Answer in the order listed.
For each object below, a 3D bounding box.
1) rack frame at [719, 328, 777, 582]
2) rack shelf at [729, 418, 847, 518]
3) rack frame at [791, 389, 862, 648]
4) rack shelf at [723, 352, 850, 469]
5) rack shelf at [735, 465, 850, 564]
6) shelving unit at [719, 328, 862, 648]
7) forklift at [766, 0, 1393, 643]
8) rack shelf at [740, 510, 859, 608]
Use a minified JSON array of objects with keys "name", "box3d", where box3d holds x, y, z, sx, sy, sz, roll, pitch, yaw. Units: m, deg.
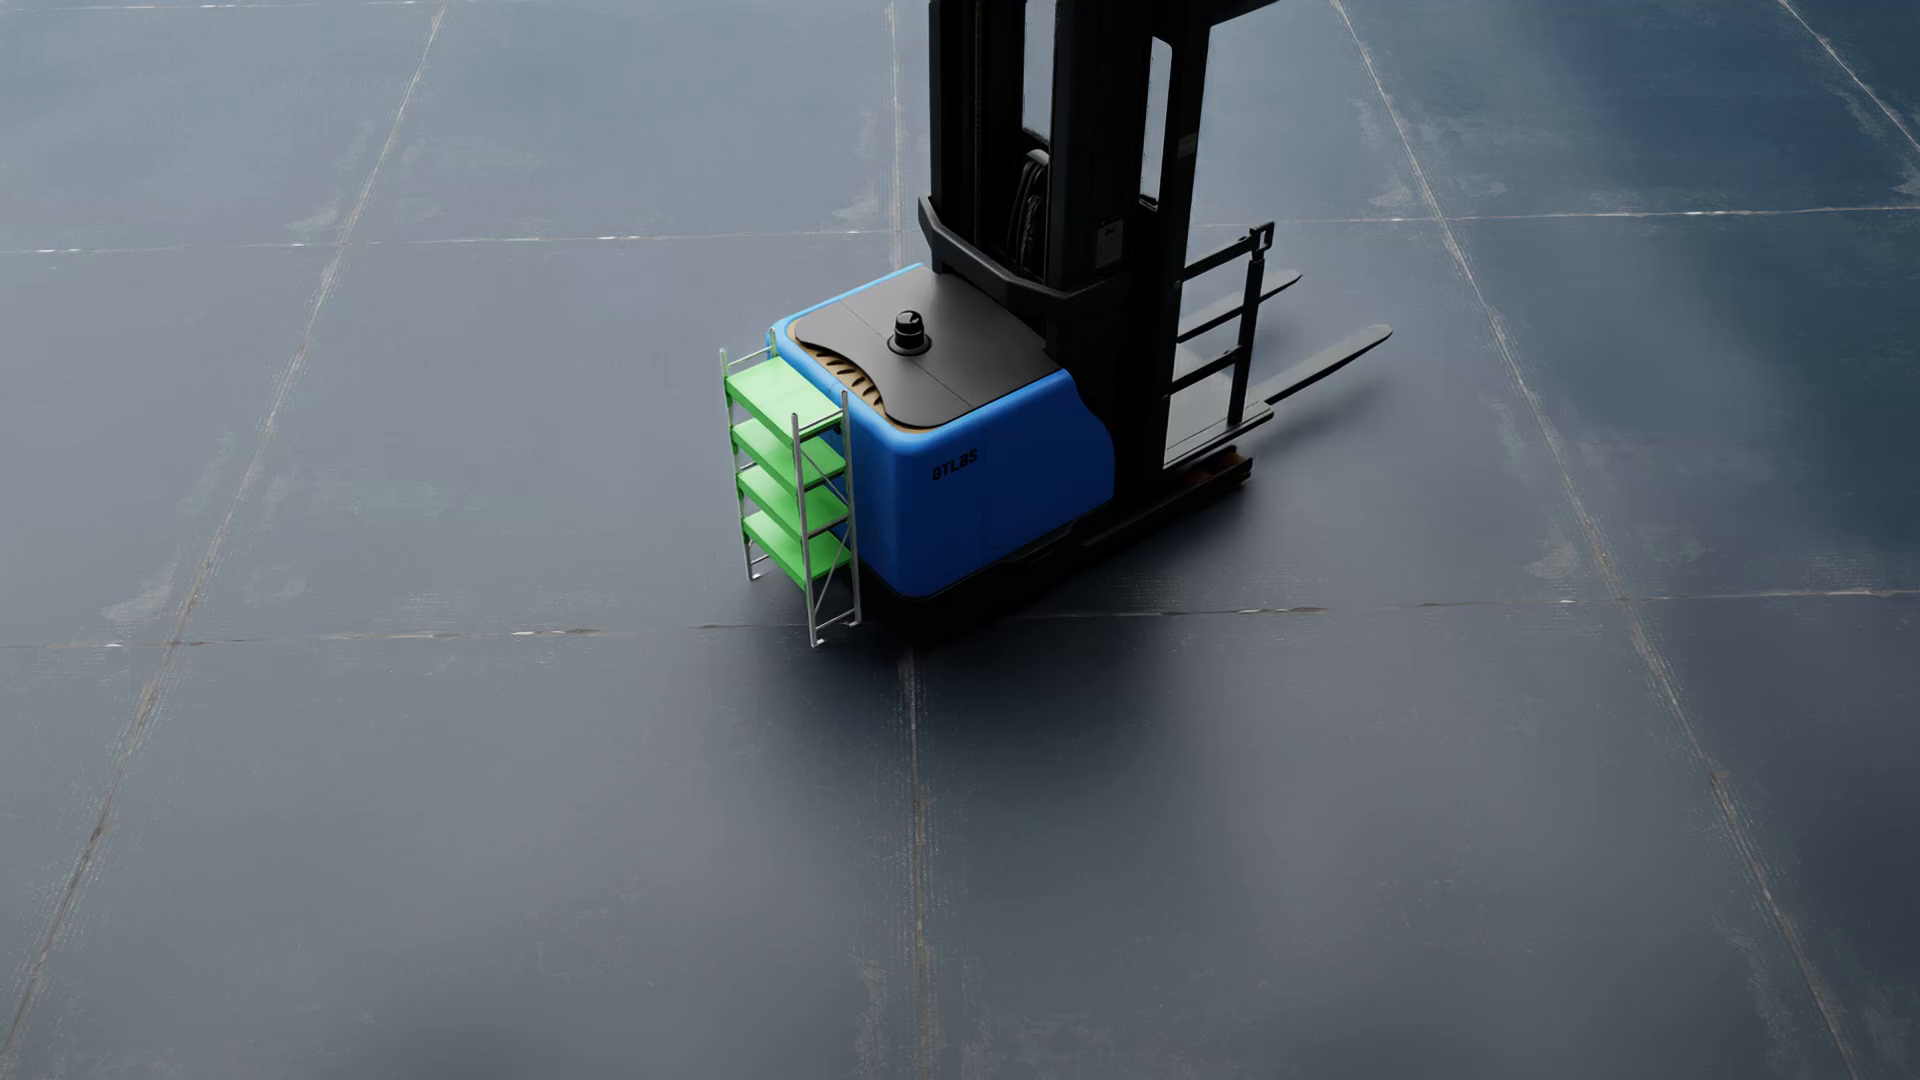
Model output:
[{"name":"rack frame","box3d":[-0.805,-0.318,6.709,0.240,1.200,0.015,-27,49,-27]},{"name":"rack shelf","box3d":[-0.656,-0.317,6.447,0.258,0.148,0.480,-27,49,-27]},{"name":"rack frame","box3d":[-0.508,-0.057,6.424,0.240,1.200,0.015,-27,49,-27]},{"name":"rack shelf","box3d":[-0.657,-0.494,6.285,0.258,0.148,0.480,-27,49,-27]},{"name":"rack shelf","box3d":[-0.656,-0.141,6.610,0.258,0.148,0.480,-27,49,-27]},{"name":"shelving unit","box3d":[-0.656,-0.188,6.566,0.258,1.200,0.503,-27,49,-27]},{"name":"forklift","box3d":[0.691,-1.486,6.702,3.031,2.935,1.130,-27,49,-27]},{"name":"rack shelf","box3d":[-0.656,0.036,6.772,0.258,0.148,0.480,-27,49,-27]}]
